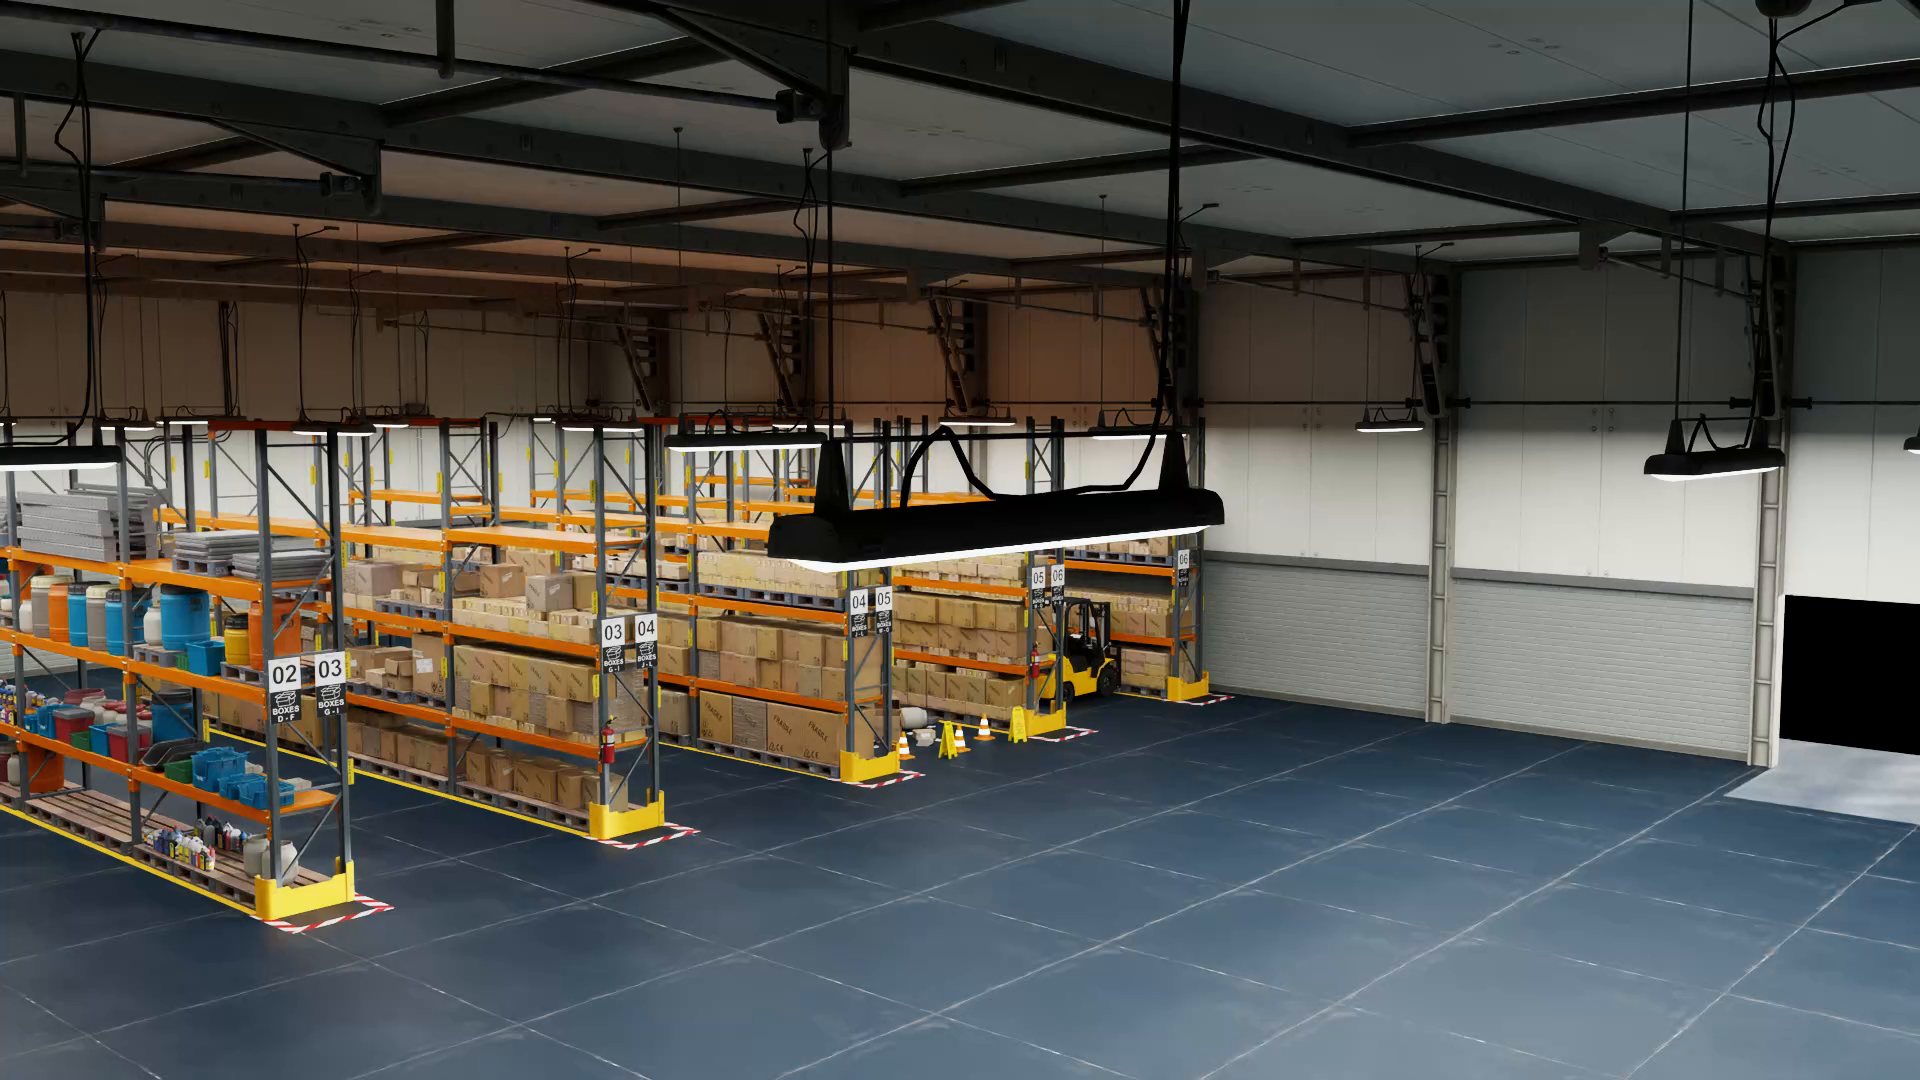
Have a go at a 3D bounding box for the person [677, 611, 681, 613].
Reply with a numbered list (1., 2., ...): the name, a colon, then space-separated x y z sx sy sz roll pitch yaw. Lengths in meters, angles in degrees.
1. person: -6.160 2.425 36.582 0.587 1.723 0.413 1 5 10
